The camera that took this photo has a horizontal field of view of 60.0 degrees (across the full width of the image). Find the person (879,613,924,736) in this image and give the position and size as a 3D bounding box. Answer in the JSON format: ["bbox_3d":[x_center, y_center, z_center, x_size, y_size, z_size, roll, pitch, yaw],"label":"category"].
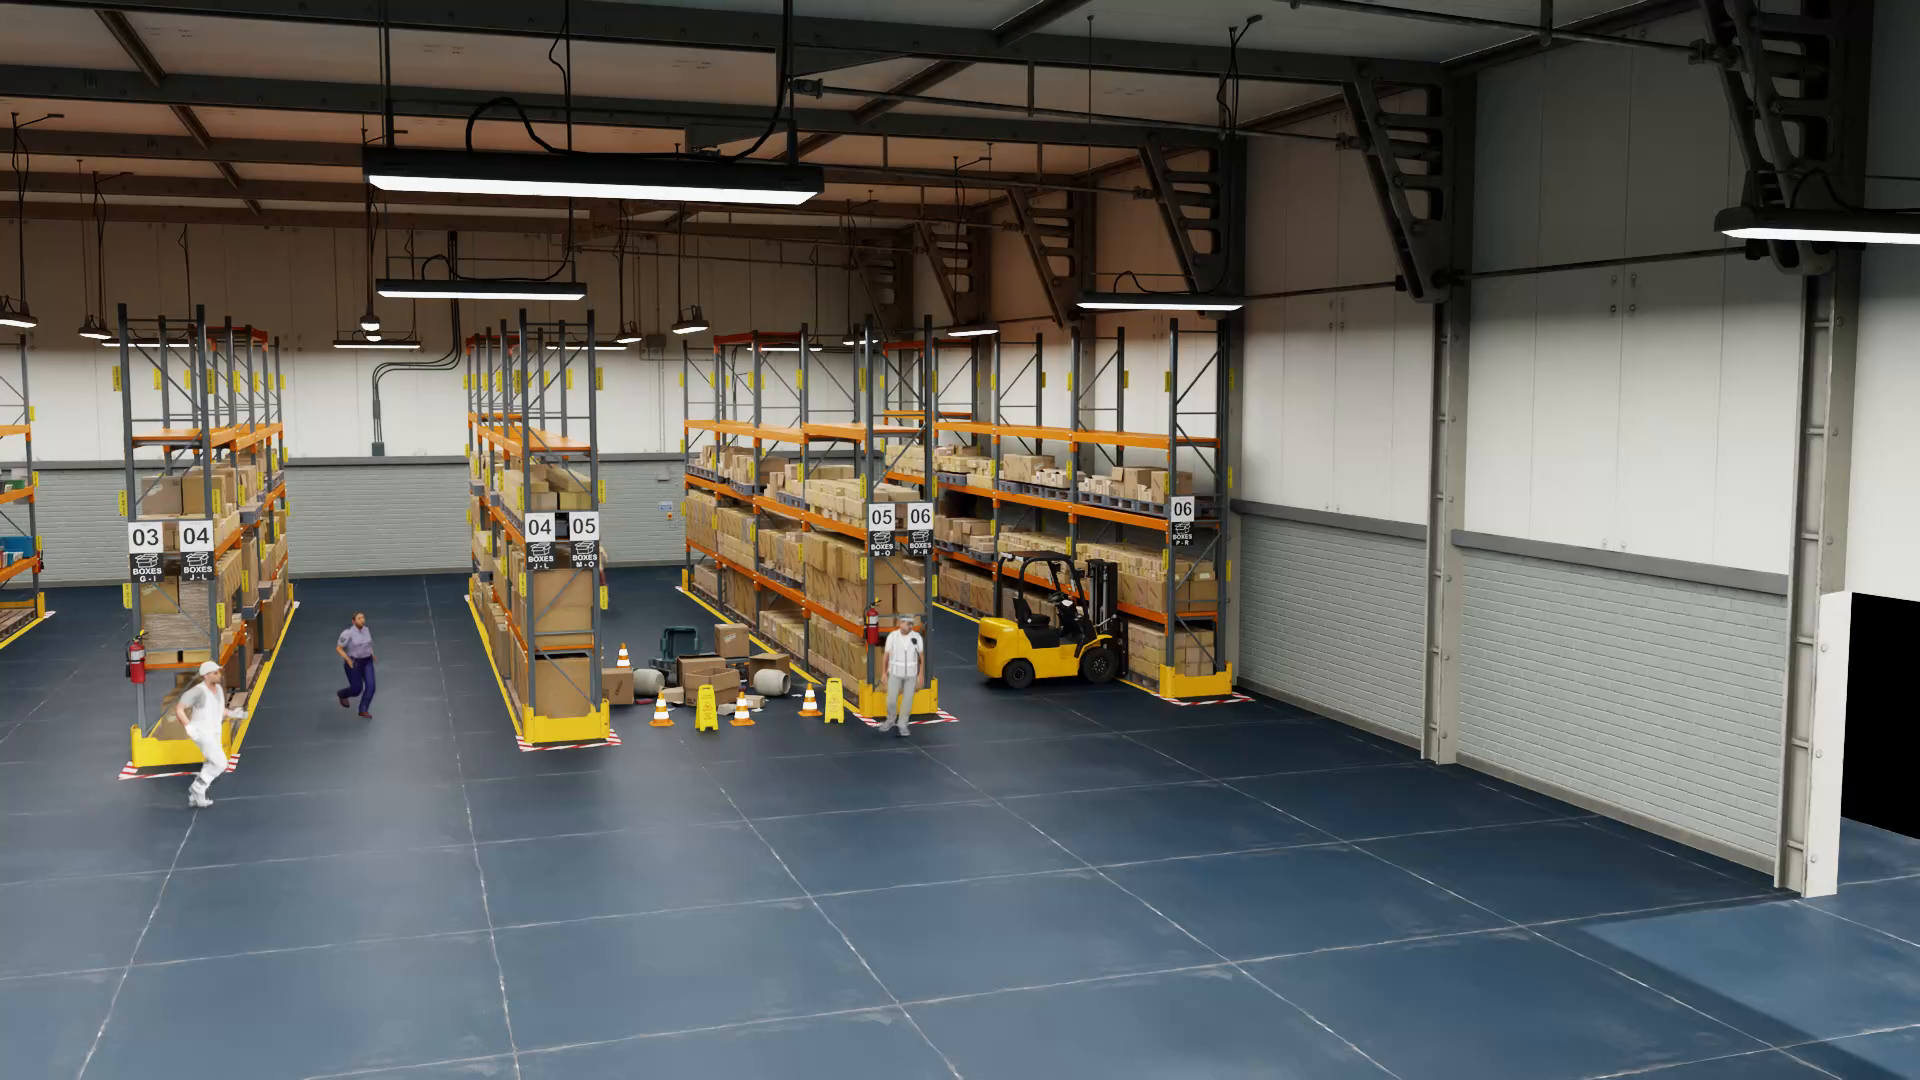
[{"bbox_3d":[-0.833,1.894,23.522,0.631,1.744,0.482,-1,6,-14],"label":"person"}]

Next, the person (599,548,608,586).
[{"bbox_3d":[-8.238,0.728,37.514,0.574,1.415,0.919,-1,6,-13],"label":"person"}]

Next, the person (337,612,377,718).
[{"bbox_3d":[-9.040,1.860,24.899,0.642,1.602,0.616,4,7,37],"label":"person"}]

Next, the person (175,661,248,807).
[{"bbox_3d":[-8.779,2.282,19.488,0.679,1.732,0.666,1,5,8],"label":"person"}]
